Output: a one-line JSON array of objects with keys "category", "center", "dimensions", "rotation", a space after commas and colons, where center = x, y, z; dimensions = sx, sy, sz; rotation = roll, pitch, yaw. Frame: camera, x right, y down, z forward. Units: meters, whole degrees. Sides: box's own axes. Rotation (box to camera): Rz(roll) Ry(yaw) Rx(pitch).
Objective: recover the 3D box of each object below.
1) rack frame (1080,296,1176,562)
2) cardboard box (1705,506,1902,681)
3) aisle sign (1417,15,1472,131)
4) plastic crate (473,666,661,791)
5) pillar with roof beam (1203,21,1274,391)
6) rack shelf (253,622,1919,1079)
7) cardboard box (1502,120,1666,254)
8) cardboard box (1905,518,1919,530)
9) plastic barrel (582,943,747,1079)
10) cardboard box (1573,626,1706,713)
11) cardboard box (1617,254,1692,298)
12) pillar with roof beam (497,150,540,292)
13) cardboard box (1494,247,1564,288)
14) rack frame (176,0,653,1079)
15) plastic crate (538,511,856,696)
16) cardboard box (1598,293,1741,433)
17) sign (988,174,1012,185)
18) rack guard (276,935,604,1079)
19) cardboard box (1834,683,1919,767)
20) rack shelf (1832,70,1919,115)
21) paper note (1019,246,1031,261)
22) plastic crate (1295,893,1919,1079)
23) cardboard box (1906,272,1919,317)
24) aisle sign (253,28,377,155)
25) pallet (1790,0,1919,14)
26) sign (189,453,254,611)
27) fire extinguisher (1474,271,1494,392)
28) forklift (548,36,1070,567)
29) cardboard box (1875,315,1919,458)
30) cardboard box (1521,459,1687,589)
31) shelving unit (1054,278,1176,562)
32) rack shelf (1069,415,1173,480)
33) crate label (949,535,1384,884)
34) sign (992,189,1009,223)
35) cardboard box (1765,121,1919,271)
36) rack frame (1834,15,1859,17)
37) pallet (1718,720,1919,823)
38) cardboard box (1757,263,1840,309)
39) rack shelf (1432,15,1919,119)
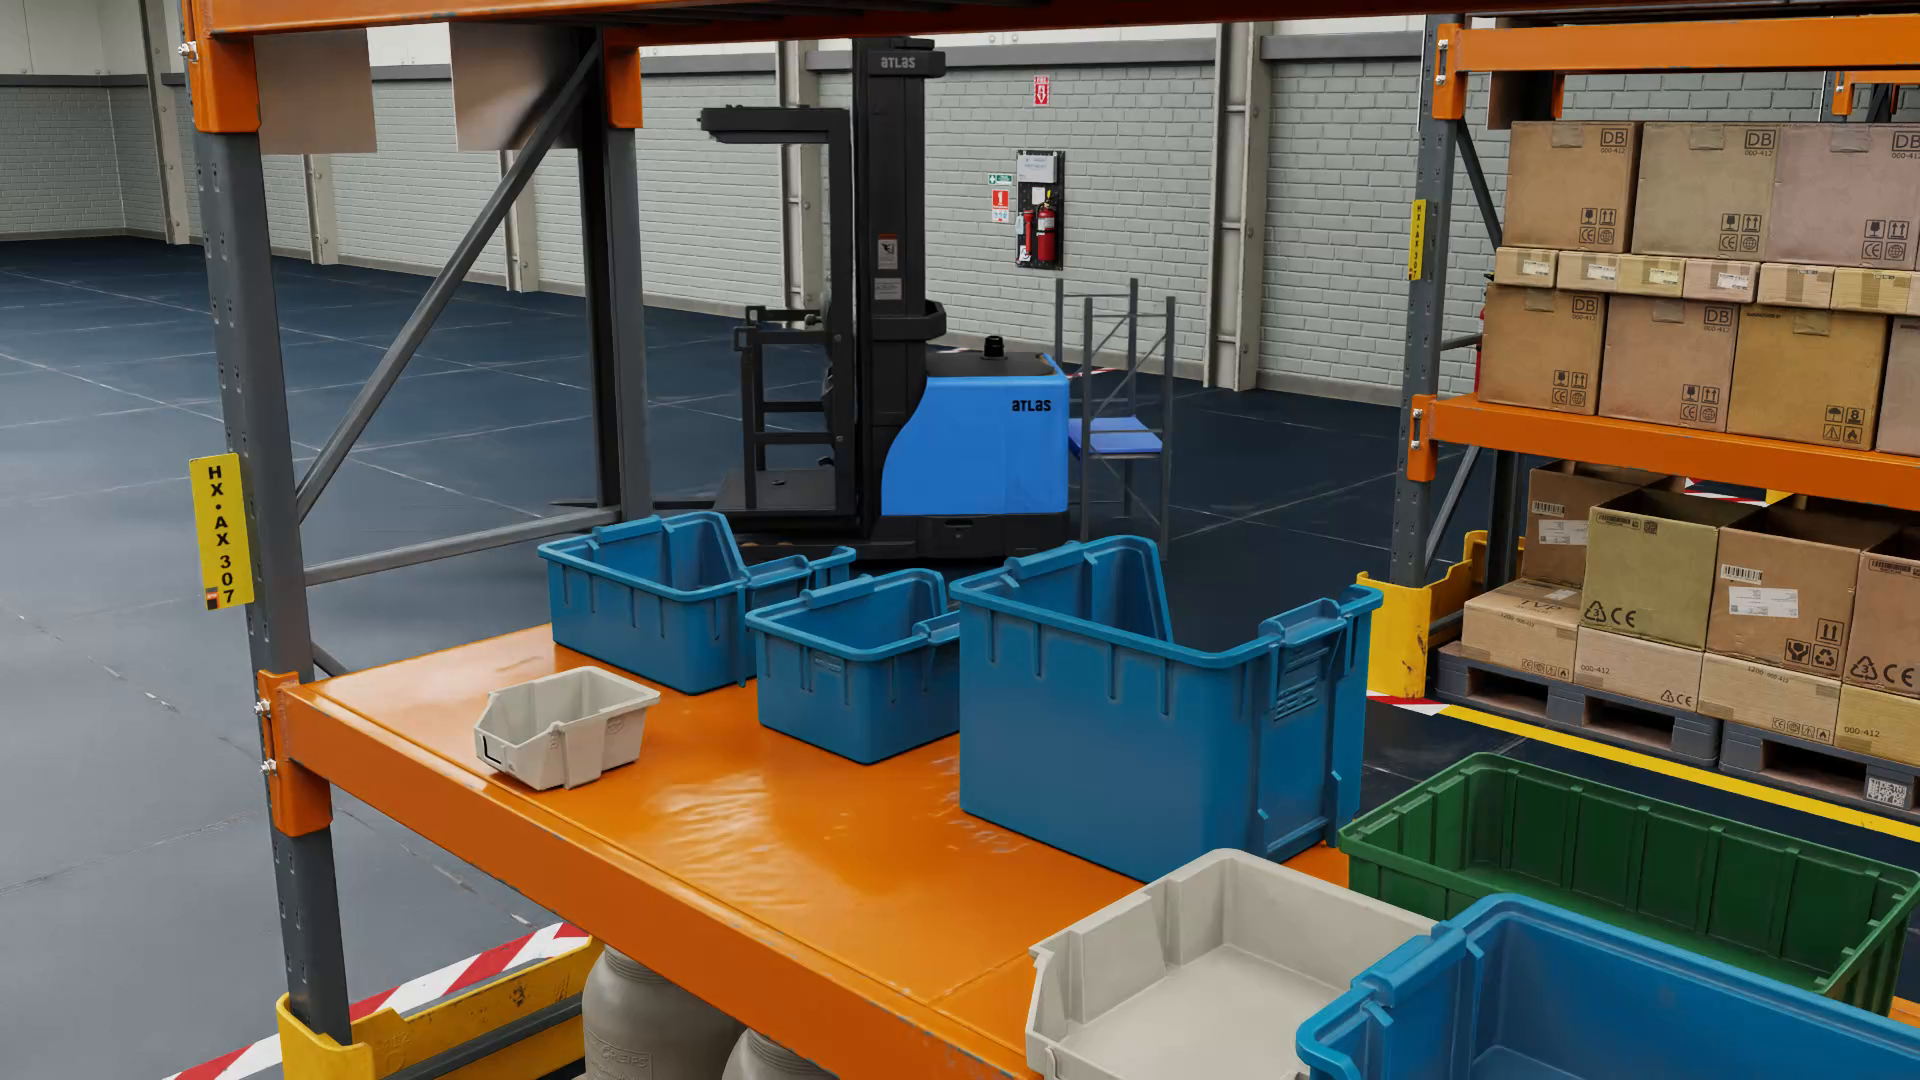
[{"category": "rack frame", "center": [0.927, -0.601, 9.266], "dimensions": [0.500, 1.500, 0.032], "rotation": [-1, 15, -5]}, {"category": "cardboard box", "center": [3.236, 0.191, 6.384], "dimensions": [0.500, 0.500, 0.500], "rotation": [14, 20, 42]}, {"category": "aisle sign", "center": [2.014, -2.094, 6.864], "dimensions": [0.004, 0.787, 0.394], "rotation": [14, 20, 42]}, {"category": "plastic crate", "center": [-0.746, 0.361, 3.121], "dimensions": [0.250, 0.136, 0.298], "rotation": [14, 20, 42]}, {"category": "pillar with roof beam", "center": [-0.493, -4.986, 11.222], "dimensions": [0.400, 9.000, 9.100], "rotation": [14, 20, 42]}, {"category": "rack shelf", "center": [0.273, 0.716, 2.661], "dimensions": [4.000, 0.370, 1.077], "rotation": [14, 20, 42]}, {"category": "cardboard box", "center": [2.639, -1.463, 6.827], "dimensions": [0.500, 0.500, 0.700], "rotation": [14, 20, 42]}, {"category": "cardboard box", "center": [3.956, 0.184, 6.409], "dimensions": [0.500, 0.500, 0.500], "rotation": [14, 20, 42]}, {"category": "plastic barrel", "center": [-0.640, 1.120, 3.785], "dimensions": [0.421, 0.512, 0.421], "rotation": [0, 15, 0]}, {"category": "cardboard box", "center": [2.868, 0.468, 6.807], "dimensions": [0.500, 0.250, 0.500], "rotation": [14, 20, 42]}, {"category": "cardboard box", "center": [2.778, -1.045, 6.509], "dimensions": [0.250, 0.149, 0.380], "rotation": [14, 20, 42]}, {"category": "pillar with roof beam", "center": [-9.132, -7.086, 19.282], "dimensions": [0.400, 9.000, 9.100], "rotation": [14, 20, 42]}, {"category": "cardboard box", "center": [2.407, -1.135, 6.853], "dimensions": [0.250, 0.149, 0.380], "rotation": [13, 20, 42]}, {"category": "rack frame", "center": [-1.167, 0.018, 3.913], "dimensions": [0.127, 3.000, 1.000], "rotation": [14, 20, 42]}, {"category": "plastic crate", "center": [-0.599, 0.123, 3.804], "dimensions": [0.616, 0.251, 0.499], "rotation": [14, 20, 42]}, {"category": "cardboard box", "center": [2.983, -0.754, 6.677], "dimensions": [0.700, 0.500, 0.500], "rotation": [-14, 20, -43]}, {"category": "sign", "center": [0.413, -3.691, 17.026], "dimensions": [0.331, 0.109, 0.001], "rotation": [14, 20, 42]}, {"category": "rack guard", "center": [-1.079, 1.233, 4.210], "dimensions": [0.348, 0.500, 1.175], "rotation": [14, 20, 42]}, {"category": "cardboard box", "center": [3.584, 0.644, 6.131], "dimensions": [0.500, 0.250, 0.500], "rotation": [14, 20, 42]}, {"category": "rack shelf", "center": [7.150, -2.533, 9.184], "dimensions": [4.000, 0.370, 1.077], "rotation": [14, 20, 42]}, {"category": "paper note", "center": [0.663, -2.921, 16.942], "dimensions": [0.142, 0.148, 0.016], "rotation": [14, 20, 42]}, {"category": "plastic crate", "center": [0.728, 0.646, 1.800], "dimensions": [0.616, 0.251, 0.499], "rotation": [14, 20, 42]}, {"category": "cardboard box", "center": [3.513, -0.866, 5.820], "dimensions": [0.250, 0.149, 0.380], "rotation": [14, 20, 43]}, {"category": "aisle sign", "center": [-1.422, -1.199, 3.430], "dimensions": [0.004, 0.787, 0.394], "rotation": [14, 20, 42]}, {"category": "pallet", "center": [3.648, -1.947, 5.682], "dimensions": [1.213, 0.211, 1.003], "rotation": [14, 20, 42]}, {"category": "sign", "center": [-1.552, -0.017, 3.498], "dimensions": [0.005, 0.325, 0.100], "rotation": [14, 20, 42]}, {"category": "fire extinguisher", "center": [2.511, -0.948, 7.774], "dimensions": [0.183, 0.674, 0.296], "rotation": [14, 20, 42]}, {"category": "forklift", "center": [-0.919, -1.374, 9.394], "dimensions": [3.031, 2.935, 1.130], "rotation": [-1, 15, -3]}, {"category": "cardboard box", "center": [3.718, -0.574, 5.988], "dimensions": [0.700, 0.500, 0.500], "rotation": [-14, 20, -43]}, {"category": "cardboard box", "center": [2.867, -0.076, 7.408], "dimensions": [0.500, 0.500, 0.500], "rotation": [14, 20, 42]}, {"category": "shelving unit", "center": [0.878, -0.729, 9.755], "dimensions": [0.538, 1.500, 1.048], "rotation": [-1, 15, -5]}, {"category": "rack shelf", "center": [0.878, -0.555, 9.800], "dimensions": [0.538, 0.185, 1.000], "rotation": [-1, 15, -5]}, {"category": "crate label", "center": [0.346, 0.274, 2.861], "dimensions": [0.616, 0.435, 0.502], "rotation": [14, 20, 42]}, {"category": "sign", "center": [0.416, -3.437, 17.102], "dimensions": [0.234, 0.329, 0.001], "rotation": [14, 20, 42]}, {"category": "cardboard box", "center": [3.385, -1.284, 6.140], "dimensions": [0.500, 0.500, 0.700], "rotation": [14, 20, 42]}, {"category": "rack frame", "center": [5.710, -4.683, 10.058], "dimensions": [0.127, 3.000, 1.000], "rotation": [14, 20, 42]}, {"category": "pallet", "center": [3.728, 0.809, 6.409], "dimensions": [1.213, 0.211, 1.003], "rotation": [14, 20, 42]}, {"category": "cardboard box", "center": [3.151, -0.954, 6.161], "dimensions": [0.250, 0.149, 0.380], "rotation": [13, 19, 40]}, {"category": "rack shelf", "center": [3.714, -1.634, 5.731], "dimensions": [4.000, 0.370, 1.077], "rotation": [14, 20, 42]}]
